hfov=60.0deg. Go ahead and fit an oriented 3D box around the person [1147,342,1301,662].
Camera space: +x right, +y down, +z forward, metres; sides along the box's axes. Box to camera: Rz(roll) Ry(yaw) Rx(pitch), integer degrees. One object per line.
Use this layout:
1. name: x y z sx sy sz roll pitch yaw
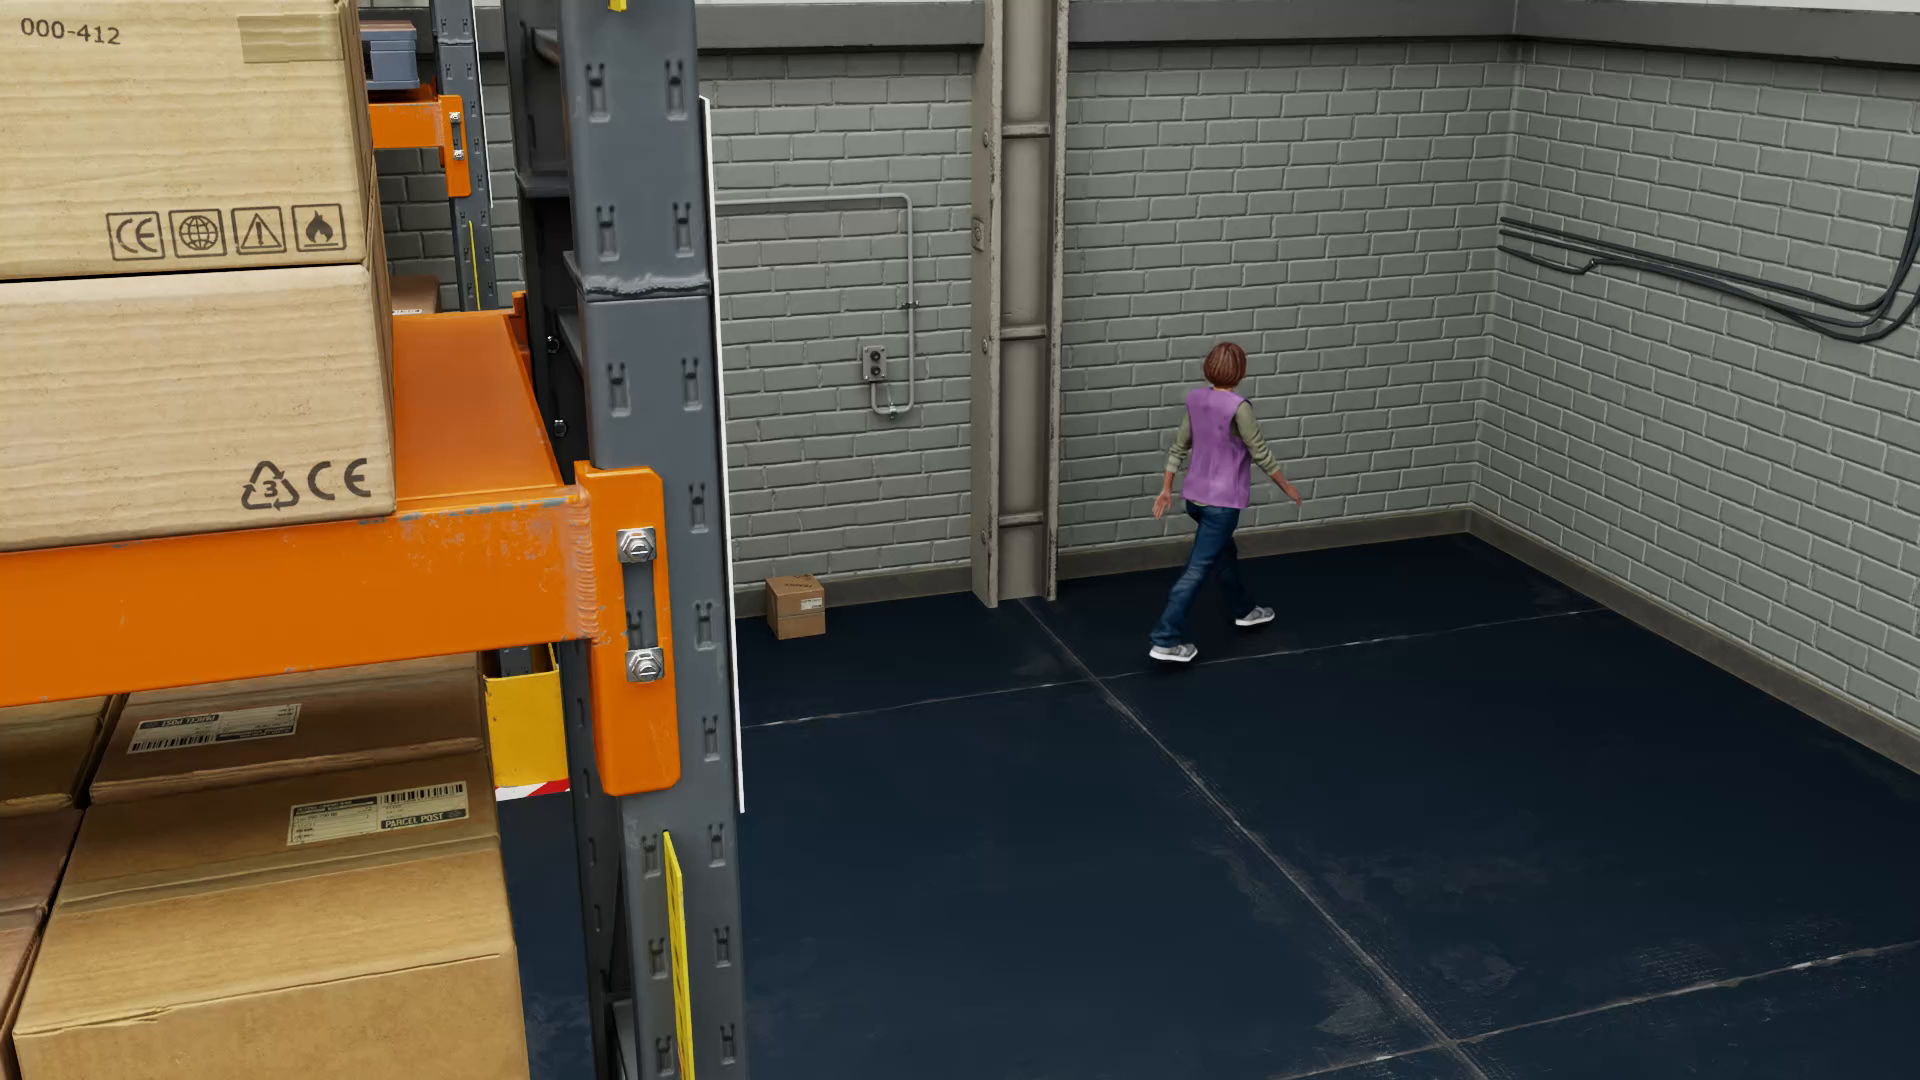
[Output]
1. person: 1.289 -0.212 8.139 0.961 1.542 0.512 -14 24 -34
